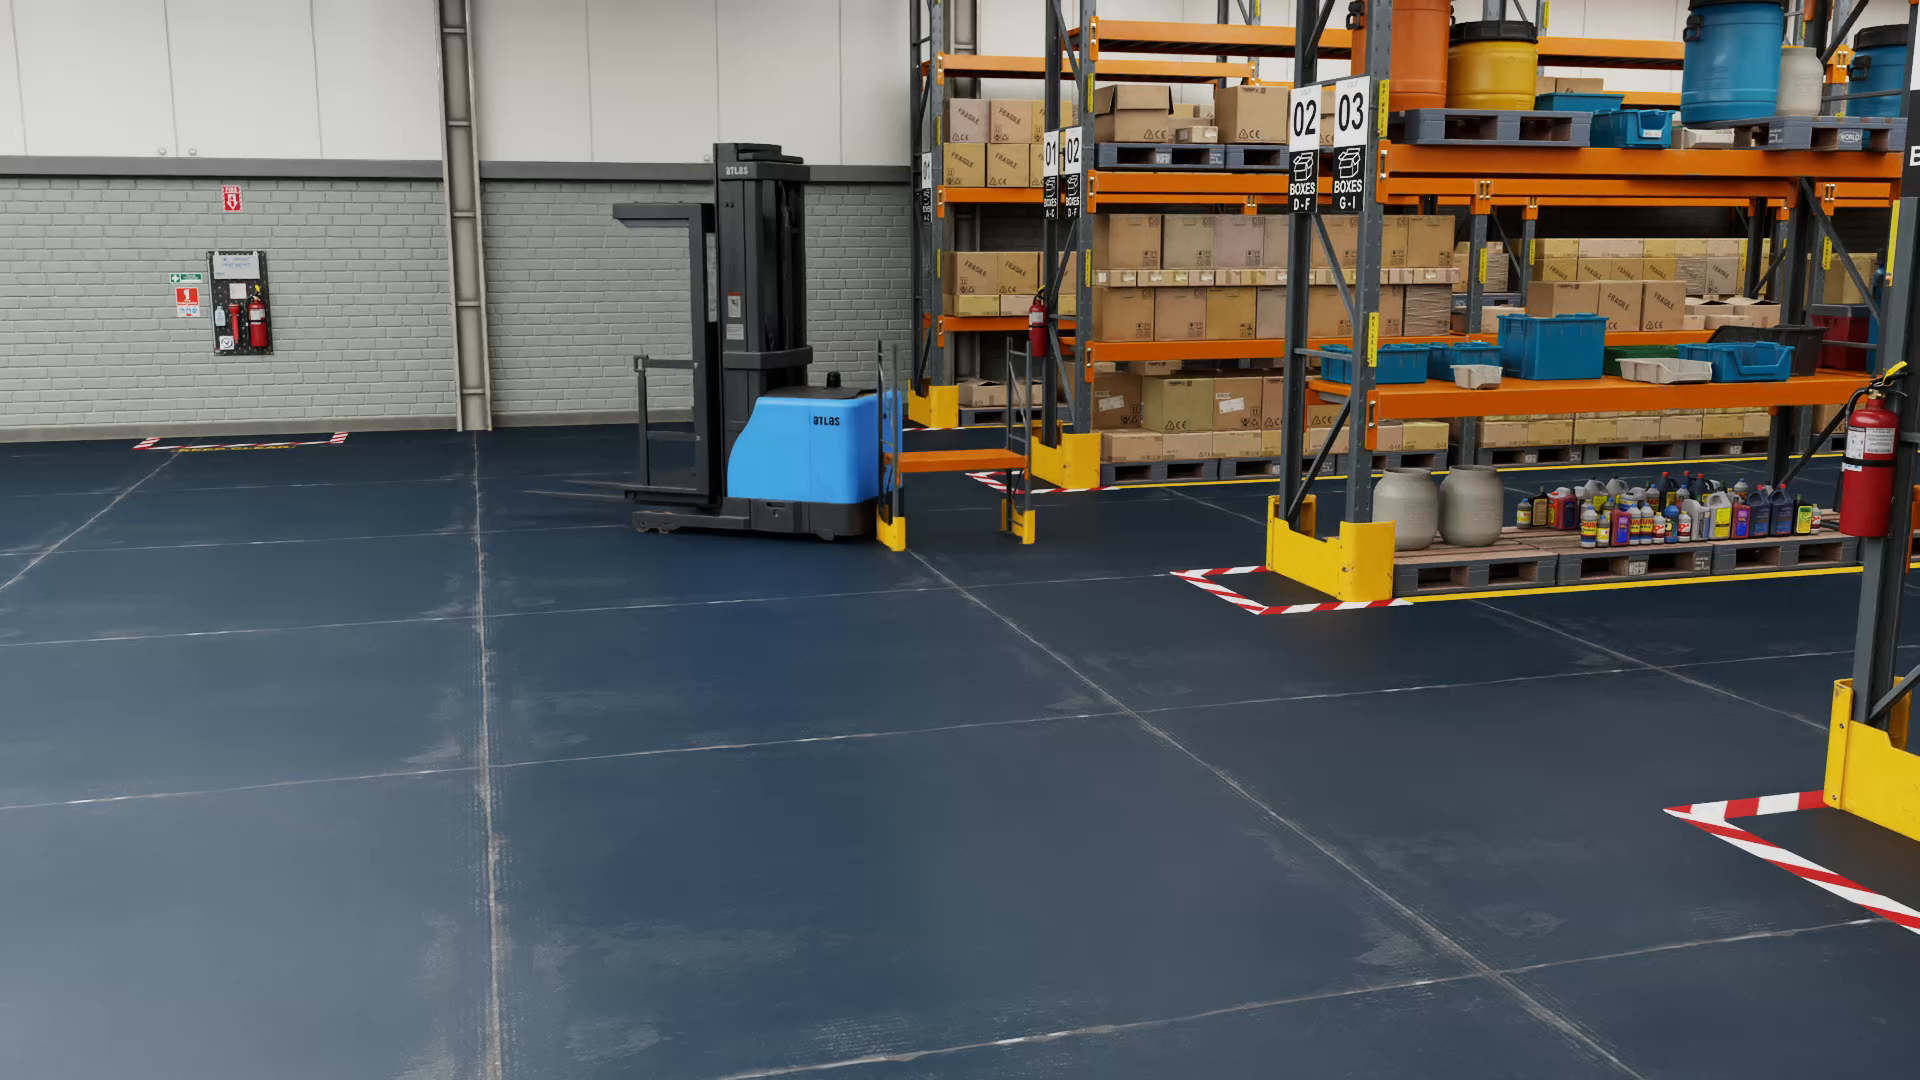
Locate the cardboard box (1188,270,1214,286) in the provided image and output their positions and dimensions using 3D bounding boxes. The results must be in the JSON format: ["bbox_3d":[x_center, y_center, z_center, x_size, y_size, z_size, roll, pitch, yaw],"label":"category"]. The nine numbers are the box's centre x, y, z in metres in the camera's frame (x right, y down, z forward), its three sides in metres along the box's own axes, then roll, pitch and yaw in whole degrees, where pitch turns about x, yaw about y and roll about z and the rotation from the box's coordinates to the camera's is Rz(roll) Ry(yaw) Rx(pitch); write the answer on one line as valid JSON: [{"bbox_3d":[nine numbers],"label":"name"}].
[{"bbox_3d":[2.156,-2.430,15.395,0.250,0.149,0.380,-3,11,-17],"label":"cardboard box"}]

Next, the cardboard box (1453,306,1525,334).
[{"bbox_3d":[5.285,-2.202,16.638,0.500,0.250,0.500,-2,11,-12],"label":"cardboard box"}]

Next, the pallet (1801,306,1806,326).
[{"bbox_3d":[9.296,-2.398,17.818,1.003,0.211,1.213,-3,11,-16],"label":"pallet"}]

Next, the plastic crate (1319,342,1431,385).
[{"bbox_3d":[2.762,-1.184,11.104,0.616,0.251,0.499,-3,11,-16],"label":"plastic crate"}]

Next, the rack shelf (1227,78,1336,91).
[{"bbox_3d":[5.357,-5.606,21.233,4.000,0.370,1.077,-3,11,-16],"label":"rack shelf"}]

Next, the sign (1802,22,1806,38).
[{"bbox_3d":[11.281,-6.864,22.180,0.005,0.325,0.100,-3,11,-16],"label":"sign"}]

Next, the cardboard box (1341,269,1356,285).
[{"bbox_3d":[3.646,-2.509,15.825,0.250,0.149,0.380,-3,11,-16],"label":"cardboard box"}]

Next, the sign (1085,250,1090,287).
[{"bbox_3d":[1.133,-2.409,14.737,0.005,0.325,0.100,-3,11,-16],"label":"sign"}]

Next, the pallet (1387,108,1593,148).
[{"bbox_3d":[3.186,-2.587,10.551,1.213,0.211,1.003,-3,11,-16],"label":"pallet"}]

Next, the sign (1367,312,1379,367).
[{"bbox_3d":[2.514,-1.220,10.124,0.005,0.325,0.100,-3,11,-16],"label":"sign"}]

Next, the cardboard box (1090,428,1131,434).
[{"bbox_3d":[1.416,-0.974,15.986,0.500,0.250,0.500,-3,11,-16],"label":"cardboard box"}]

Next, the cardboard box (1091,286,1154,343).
[{"bbox_3d":[1.436,-2.112,15.456,0.500,0.500,0.700,-3,11,-16],"label":"cardboard box"}]

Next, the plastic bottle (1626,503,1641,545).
[{"bbox_3d":[4.522,-0.109,11.176,0.097,0.271,0.097,0,10,0],"label":"plastic bottle"}]

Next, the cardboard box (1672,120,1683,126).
[{"bbox_3d":[9.710,-5.567,22.651,0.500,0.250,0.500,-3,11,-18],"label":"cardboard box"}]

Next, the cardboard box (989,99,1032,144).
[{"bbox_3d":[0.529,-4.922,19.619,0.500,0.500,0.500,-3,11,-17],"label":"cardboard box"}]

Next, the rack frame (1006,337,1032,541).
[{"bbox_3d":[0.442,-0.757,12.518,0.032,1.500,0.500,-3,11,-16],"label":"rack frame"}]

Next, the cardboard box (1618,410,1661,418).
[{"bbox_3d":[6.767,-1.429,16.910,0.500,0.311,0.500,-3,11,-14],"label":"cardboard box"}]

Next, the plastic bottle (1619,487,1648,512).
[{"bbox_3d":[4.790,-0.235,11.845,0.135,0.276,0.152,-3,11,-16],"label":"plastic bottle"}]

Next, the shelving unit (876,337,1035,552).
[{"bbox_3d":[-0.037,-0.732,12.378,1.083,1.500,0.587,-3,11,-16],"label":"shelving unit"}]

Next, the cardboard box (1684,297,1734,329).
[{"bbox_3d":[7.752,-2.390,17.493,0.500,0.311,0.500,-3,11,-17],"label":"cardboard box"}]

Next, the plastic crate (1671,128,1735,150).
[{"bbox_3d":[4.777,-2.576,10.699,0.396,0.136,0.243,-3,11,-16],"label":"plastic crate"}]

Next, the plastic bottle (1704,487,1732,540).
[{"bbox_3d":[5.173,-0.187,11.379,0.185,0.351,0.144,-3,11,-16],"label":"plastic bottle"}]

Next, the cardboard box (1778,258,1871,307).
[{"bbox_3d":[9.238,-2.753,17.780,0.500,0.500,0.700,-7,13,-35],"label":"cardboard box"}]

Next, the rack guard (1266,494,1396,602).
[{"bbox_3d":[2.425,0.038,10.962,0.348,0.500,1.175,-3,11,-16],"label":"rack guard"}]

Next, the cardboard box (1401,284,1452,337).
[{"bbox_3d":[4.400,-2.269,16.311,0.500,0.500,0.700,-3,11,-17],"label":"cardboard box"}]

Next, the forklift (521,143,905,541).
[{"bbox_3d":[-2.012,-1.577,13.018,3.031,2.935,1.130,4,11,20],"label":"forklift"}]

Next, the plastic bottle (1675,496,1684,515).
[{"bbox_3d":[4.986,-0.165,11.445,0.133,0.283,0.061,-3,11,-16],"label":"plastic bottle"}]

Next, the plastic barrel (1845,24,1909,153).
[{"bbox_3d":[6.633,-3.167,11.798,0.708,0.901,0.600,-3,11,-16],"label":"plastic barrel"}]

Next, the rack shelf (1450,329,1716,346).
[{"bbox_3d":[6.745,-1.991,17.063,4.000,0.370,1.077,-3,11,-16],"label":"rack shelf"}]

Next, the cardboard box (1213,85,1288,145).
[{"bbox_3d":[2.655,-3.877,15.216,0.500,0.500,0.500,-3,11,-16],"label":"cardboard box"}]

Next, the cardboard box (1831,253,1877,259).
[{"bbox_3d":[12.345,-3.717,23.626,0.700,0.700,0.980,-3,11,-17],"label":"cardboard box"}]

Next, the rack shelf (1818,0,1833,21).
[{"bbox_3d":[8.126,-3.883,11.878,4.000,0.370,1.077,-3,11,-16],"label":"rack shelf"}]

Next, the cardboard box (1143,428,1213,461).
[{"bbox_3d":[2.040,-0.910,15.638,0.500,0.250,0.500,-3,11,-16],"label":"cardboard box"}]

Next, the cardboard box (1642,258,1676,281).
[{"bbox_3d":[9.295,-3.570,22.499,0.500,0.500,0.500,-3,11,-14],"label":"cardboard box"}]

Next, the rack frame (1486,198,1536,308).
[{"bbox_3d":[7.277,-3.307,22.224,0.127,3.000,1.000,-3,11,-16],"label":"rack frame"}]

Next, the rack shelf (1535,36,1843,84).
[{"bbox_3d":[6.745,-4.745,16.556,4.000,0.370,1.077,-3,11,-16],"label":"rack shelf"}]

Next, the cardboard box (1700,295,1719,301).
[{"bbox_3d":[10.138,-3.283,22.736,0.250,0.149,0.380,-3,11,-16],"label":"cardboard box"}]

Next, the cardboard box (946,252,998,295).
[{"bbox_3d":[0.138,-3.179,19.816,0.500,0.500,0.500,-3,11,-16],"label":"cardboard box"}]

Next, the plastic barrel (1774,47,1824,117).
[{"bbox_3d":[5.737,-3.131,11.517,0.421,0.512,0.421,0,10,0],"label":"plastic barrel"}]

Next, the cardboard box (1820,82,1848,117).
[{"bbox_3d":[9.086,-4.483,17.290,0.500,0.500,0.500,-3,11,-16],"label":"cardboard box"}]

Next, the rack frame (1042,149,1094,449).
[{"bbox_3d":[0.984,-2.041,15.349,0.127,3.000,1.000,-3,11,-16],"label":"rack frame"}]

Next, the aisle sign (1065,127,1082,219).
[{"bbox_3d":[1.006,-3.263,14.806,0.004,0.787,0.394,-3,11,-16],"label":"aisle sign"}]

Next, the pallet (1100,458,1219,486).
[{"bbox_3d":[1.706,-0.716,15.851,1.213,0.211,1.003,-3,11,-16],"label":"pallet"}]

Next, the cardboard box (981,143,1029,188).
[{"bbox_3d":[0.512,-4.431,19.713,0.500,0.500,0.500,-2,11,-12],"label":"cardboard box"}]

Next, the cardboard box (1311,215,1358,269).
[{"bbox_3d":[3.434,-2.856,15.917,0.500,0.500,0.700,-3,11,-16],"label":"cardboard box"}]

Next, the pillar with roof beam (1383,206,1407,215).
[{"bbox_3d":[6.990,-5.593,18.075,0.400,9.000,9.100,-3,11,-16],"label":"pillar with roof beam"}]

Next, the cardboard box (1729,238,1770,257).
[{"bbox_3d":[10.740,-4.015,22.848,0.500,0.250,0.500,-3,11,-15],"label":"cardboard box"}]

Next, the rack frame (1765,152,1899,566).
[{"bbox_3d":[6.205,-1.382,11.770,0.127,3.000,1.000,-3,11,-16],"label":"rack frame"}]

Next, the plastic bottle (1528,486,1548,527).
[{"bbox_3d":[4.113,-0.238,11.844,0.133,0.283,0.061,-3,11,-15],"label":"plastic bottle"}]

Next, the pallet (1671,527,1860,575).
[{"bbox_3d":[5.549,0.016,11.877,1.213,0.211,1.003,-3,11,-16],"label":"pallet"}]

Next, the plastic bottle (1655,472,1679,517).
[{"bbox_3d":[5.133,-0.318,12.088,0.185,0.351,0.144,-4,11,-18],"label":"plastic bottle"}]

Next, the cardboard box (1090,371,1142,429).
[{"bbox_3d":[1.416,-1.343,15.920,0.500,0.500,0.500,-3,11,-16],"label":"cardboard box"}]

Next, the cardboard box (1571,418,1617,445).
[{"bbox_3d":[6.269,-1.127,16.820,0.500,0.250,0.500,-3,11,-18],"label":"cardboard box"}]

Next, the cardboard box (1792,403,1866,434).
[{"bbox_3d":[9.182,-1.406,17.589,0.500,0.500,0.500,-3,11,-14],"label":"cardboard box"}]
